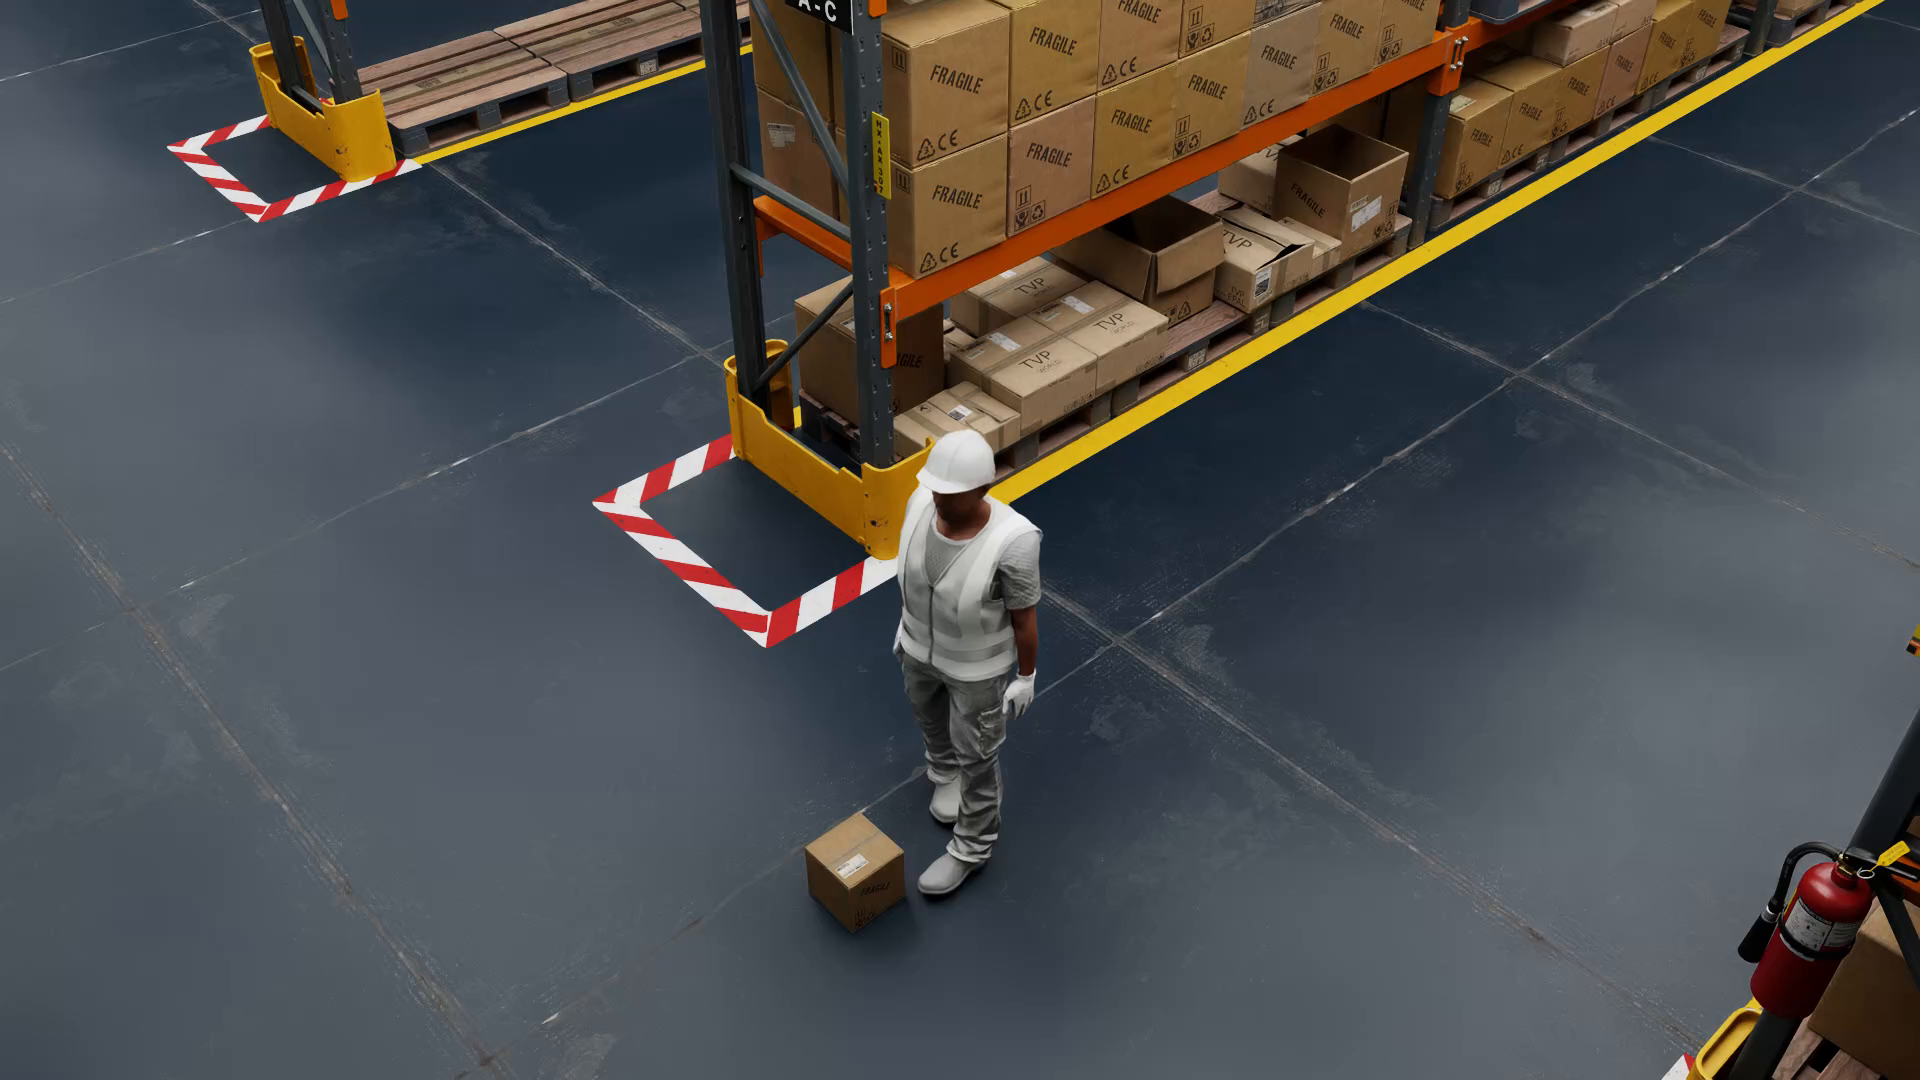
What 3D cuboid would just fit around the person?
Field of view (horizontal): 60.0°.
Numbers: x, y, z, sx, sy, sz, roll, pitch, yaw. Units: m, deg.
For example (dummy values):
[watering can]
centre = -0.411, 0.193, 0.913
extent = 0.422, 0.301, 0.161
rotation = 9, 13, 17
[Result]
[person]
centre = -0.041, 0.419, 5.627
extent = 0.573, 1.788, 0.578
rotation = 27, 46, 28
